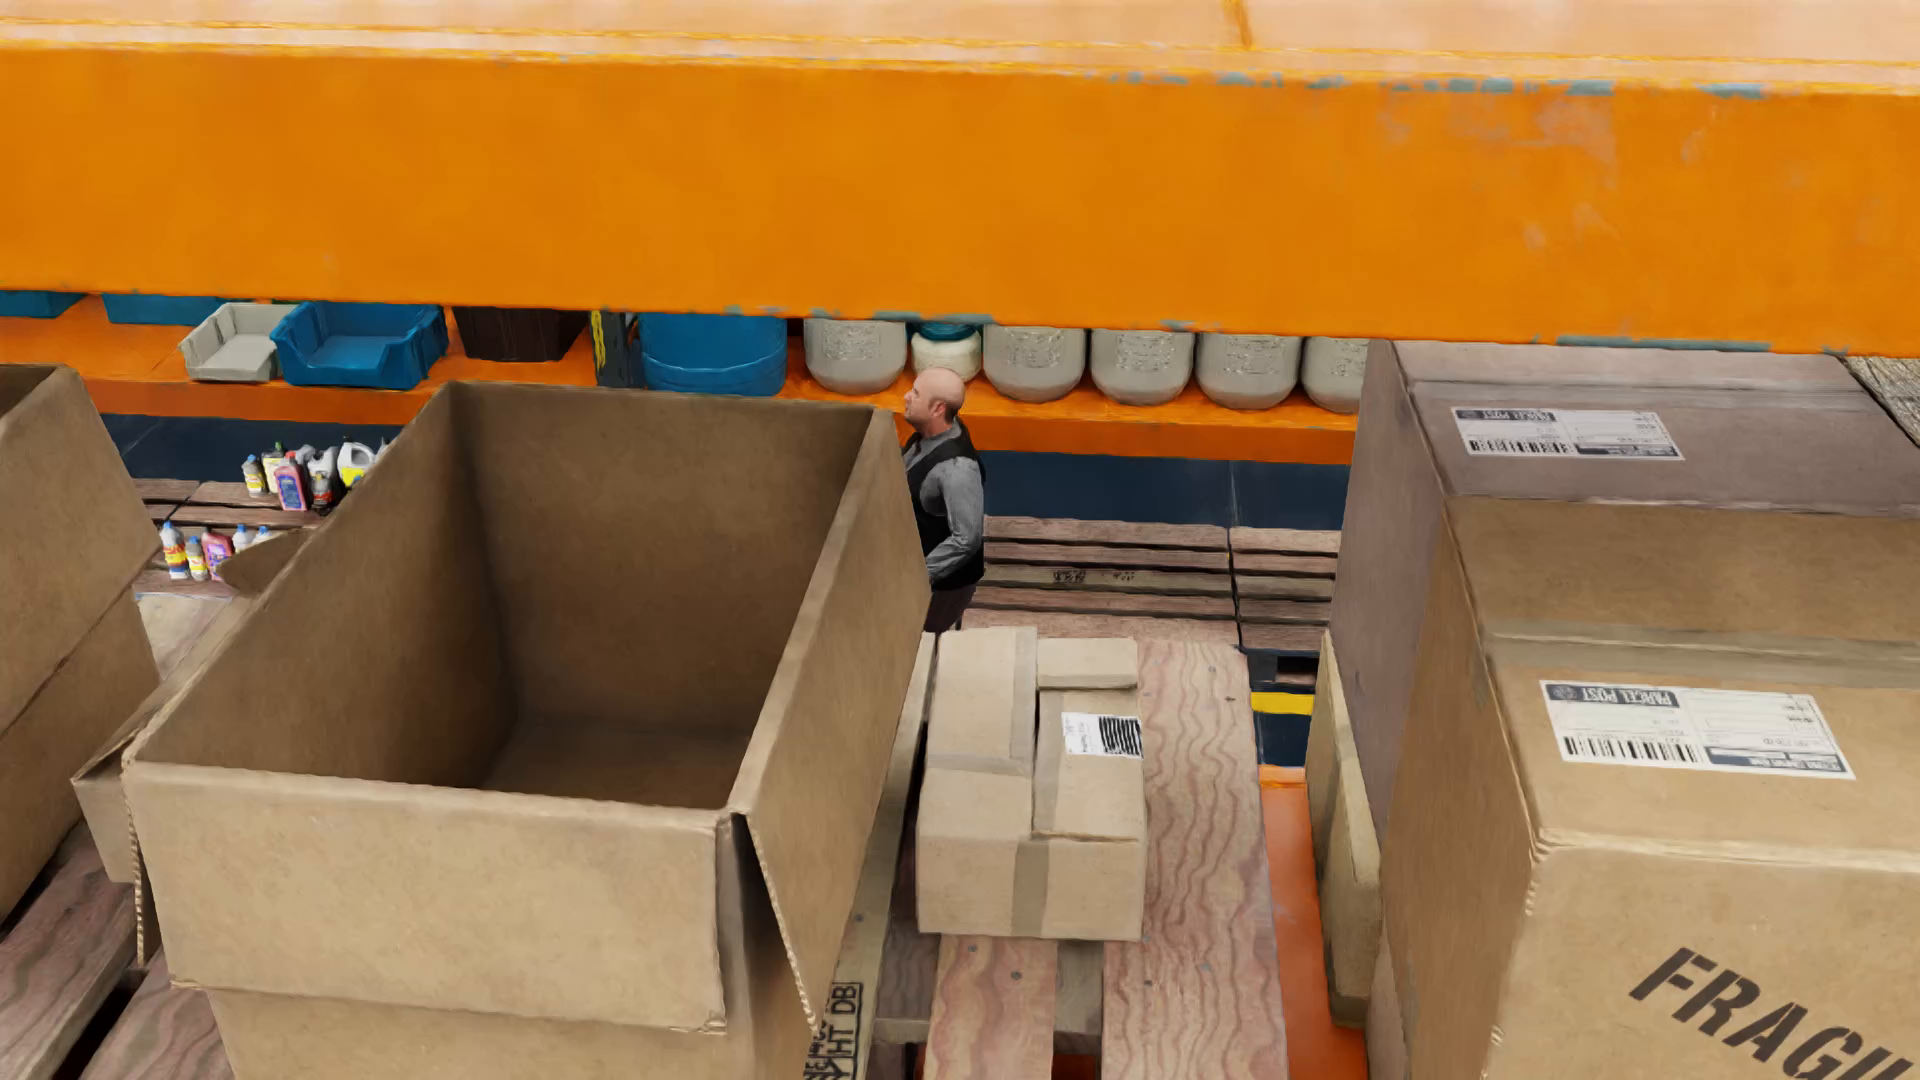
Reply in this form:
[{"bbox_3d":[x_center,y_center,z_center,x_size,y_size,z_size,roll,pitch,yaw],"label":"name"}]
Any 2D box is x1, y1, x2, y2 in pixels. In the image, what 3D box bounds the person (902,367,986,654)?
[{"bbox_3d":[-0.157,0.126,6.490,0.505,1.694,0.716,-11,33,-17],"label":"person"}]
